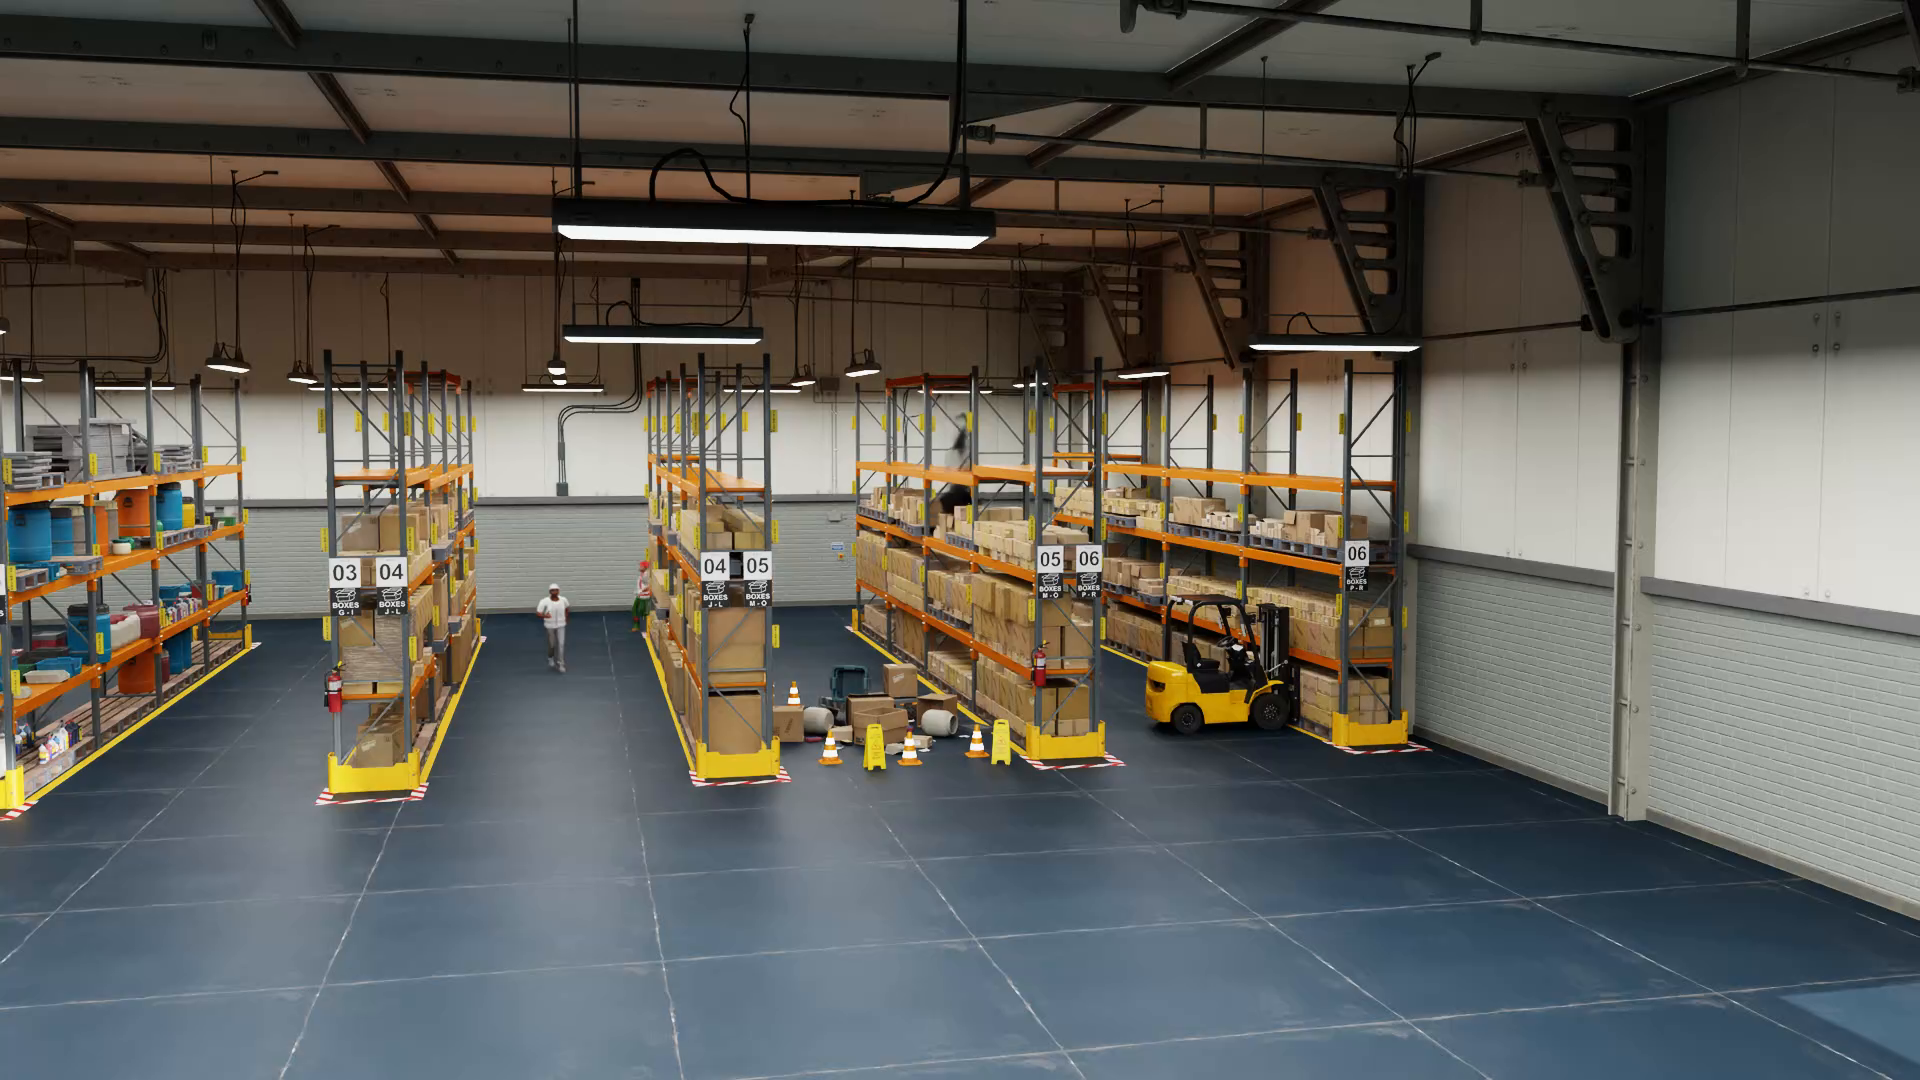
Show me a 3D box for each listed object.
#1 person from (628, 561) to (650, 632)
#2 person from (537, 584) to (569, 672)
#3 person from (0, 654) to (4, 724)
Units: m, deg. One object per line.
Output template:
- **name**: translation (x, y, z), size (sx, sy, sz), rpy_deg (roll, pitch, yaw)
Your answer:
- **person**: translation (-7.557, 1.364, 40.000), size (0.811, 1.753, 0.700), rpy_deg (-2, 4, -23)
- **person**: translation (-8.182, 1.754, 33.554), size (0.701, 1.754, 0.963), rpy_deg (-2, 4, -24)
- **person**: translation (-15.545, 2.374, 26.485), size (0.706, 1.698, 0.992), rpy_deg (0, 4, 2)
